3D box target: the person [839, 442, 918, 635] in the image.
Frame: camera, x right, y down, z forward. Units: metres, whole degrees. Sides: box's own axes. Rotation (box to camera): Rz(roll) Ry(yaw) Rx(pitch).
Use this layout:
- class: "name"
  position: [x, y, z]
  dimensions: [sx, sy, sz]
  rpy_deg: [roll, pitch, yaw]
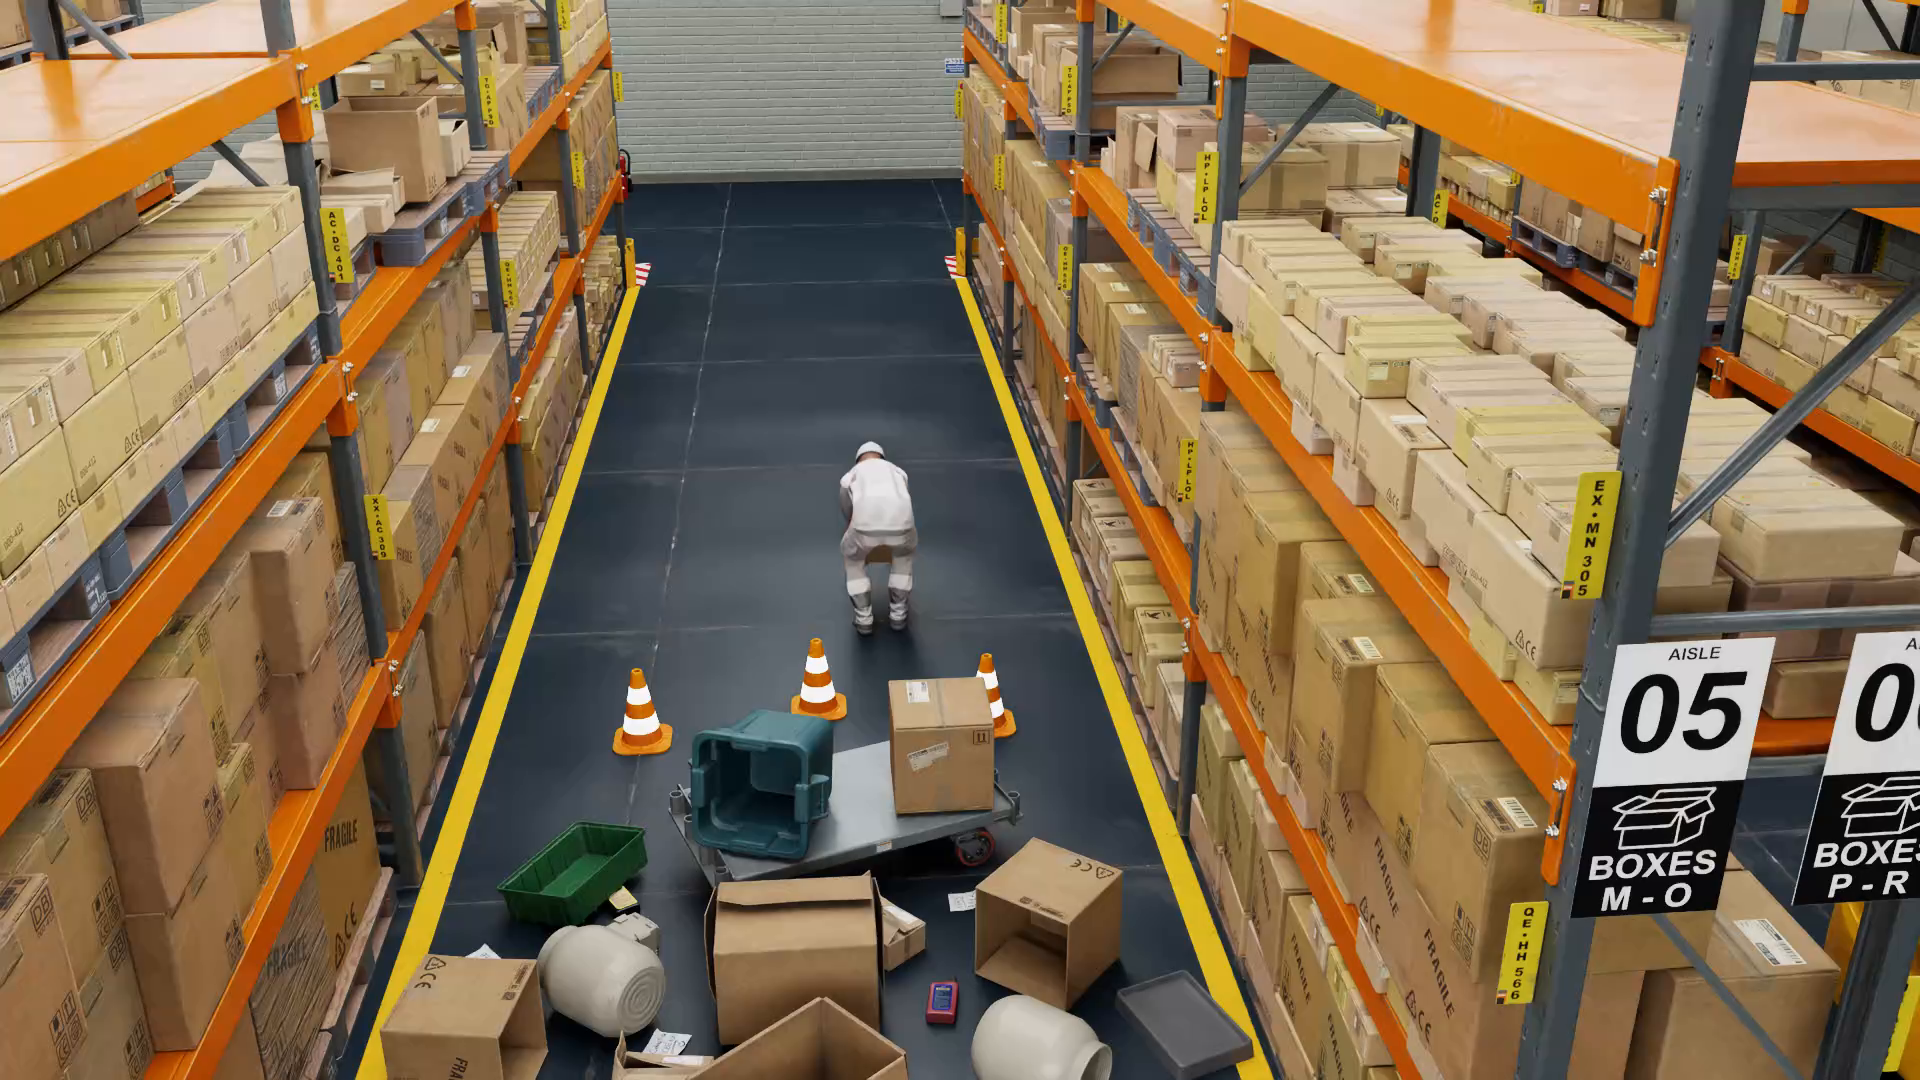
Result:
- class: "person"
  position: [-0.555, -0.007, 11.159]
  dimensions: [0.520, 1.113, 0.953]
  rpy_deg: [-3, 24, -8]
